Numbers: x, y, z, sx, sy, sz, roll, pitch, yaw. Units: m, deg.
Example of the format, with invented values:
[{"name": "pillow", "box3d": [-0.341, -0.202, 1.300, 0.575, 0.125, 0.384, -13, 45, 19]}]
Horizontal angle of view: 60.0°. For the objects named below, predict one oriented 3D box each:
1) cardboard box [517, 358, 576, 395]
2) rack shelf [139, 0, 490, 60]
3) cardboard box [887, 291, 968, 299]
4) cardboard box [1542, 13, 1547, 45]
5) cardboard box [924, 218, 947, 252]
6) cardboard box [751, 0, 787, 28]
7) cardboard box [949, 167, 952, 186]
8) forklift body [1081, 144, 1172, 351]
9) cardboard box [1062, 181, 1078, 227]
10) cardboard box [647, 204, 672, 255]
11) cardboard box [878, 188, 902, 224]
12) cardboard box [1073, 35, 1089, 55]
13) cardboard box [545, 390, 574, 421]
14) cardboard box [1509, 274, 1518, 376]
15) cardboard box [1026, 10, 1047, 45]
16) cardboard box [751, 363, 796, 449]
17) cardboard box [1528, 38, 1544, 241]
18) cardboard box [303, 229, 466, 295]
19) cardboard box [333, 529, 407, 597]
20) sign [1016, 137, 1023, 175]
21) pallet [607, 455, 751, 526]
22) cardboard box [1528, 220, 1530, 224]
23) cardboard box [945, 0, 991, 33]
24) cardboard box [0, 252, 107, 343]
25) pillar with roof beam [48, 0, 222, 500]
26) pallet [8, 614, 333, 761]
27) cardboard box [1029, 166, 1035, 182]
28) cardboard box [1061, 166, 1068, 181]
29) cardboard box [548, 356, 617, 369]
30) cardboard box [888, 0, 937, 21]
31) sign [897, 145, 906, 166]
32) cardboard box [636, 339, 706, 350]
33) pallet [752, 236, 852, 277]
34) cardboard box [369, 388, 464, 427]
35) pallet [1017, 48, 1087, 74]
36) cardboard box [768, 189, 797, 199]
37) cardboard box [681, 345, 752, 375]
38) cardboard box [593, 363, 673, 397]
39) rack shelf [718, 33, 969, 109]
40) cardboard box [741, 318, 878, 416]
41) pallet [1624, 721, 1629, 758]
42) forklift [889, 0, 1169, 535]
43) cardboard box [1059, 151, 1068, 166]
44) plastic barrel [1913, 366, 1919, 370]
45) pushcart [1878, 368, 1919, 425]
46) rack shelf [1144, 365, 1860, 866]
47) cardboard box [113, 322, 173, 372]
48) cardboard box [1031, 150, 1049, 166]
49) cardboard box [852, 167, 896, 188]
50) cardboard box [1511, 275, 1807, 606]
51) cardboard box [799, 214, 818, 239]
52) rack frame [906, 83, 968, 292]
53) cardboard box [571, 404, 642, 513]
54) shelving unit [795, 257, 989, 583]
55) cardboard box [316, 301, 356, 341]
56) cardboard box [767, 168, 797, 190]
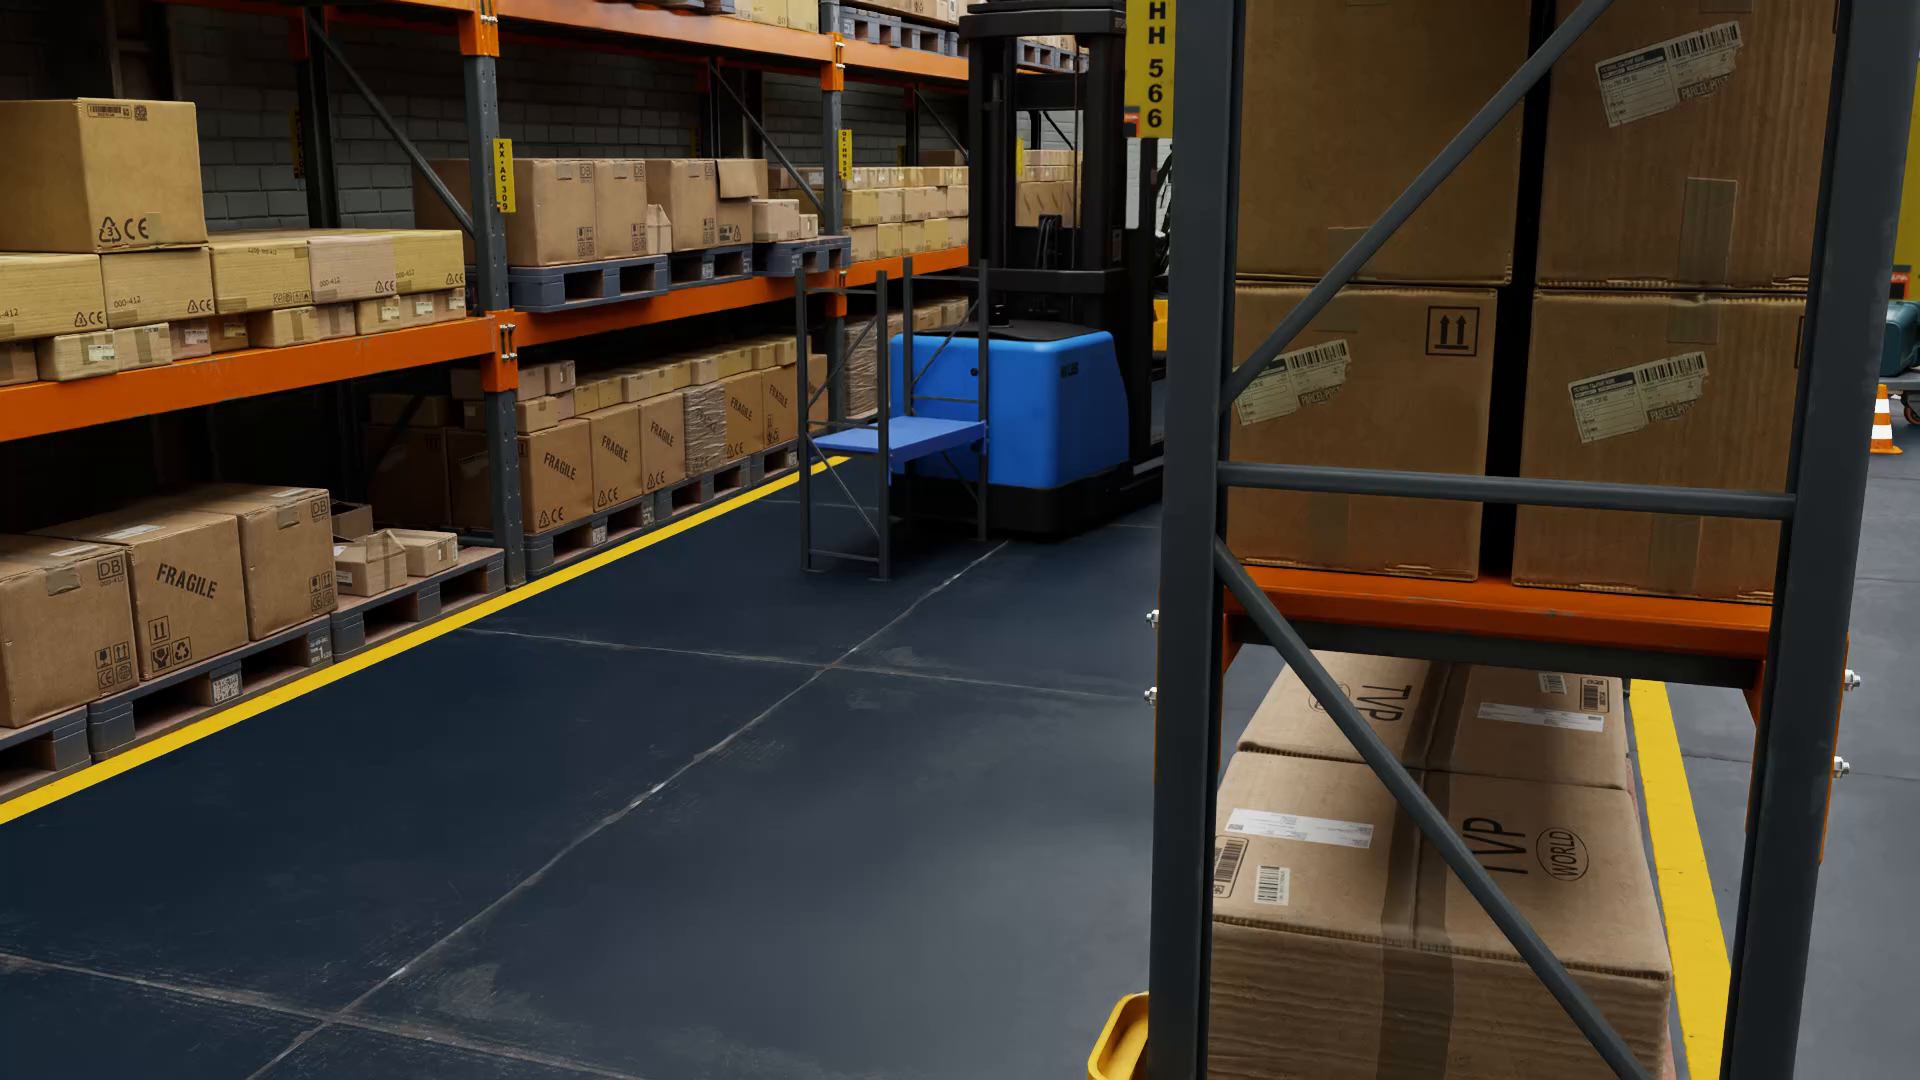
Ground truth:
[{"name": "cardboard box", "box3d": [-2.181, -0.831, 8.435, 0.380, 0.149, 0.250, 4, 13, 16]}, {"name": "rack shelf", "box3d": [-3.235, -1.960, 5.708, 1.077, 0.370, 4.000, 4, 14, 18]}, {"name": "cardboard box", "box3d": [-0.157, -1.890, 14.920, 0.875, 0.625, 0.625, 5, 14, 21]}, {"name": "cardboard box", "box3d": [2.034, -1.578, 5.230, 0.380, 0.149, 0.250, 4, 14, 18]}, {"name": "cardboard box", "box3d": [-0.422, -2.438, 13.264, 0.500, 0.250, 0.500, 5, 14, 20]}, {"name": "cardboard box", "box3d": [-1.392, -3.269, 10.166, 0.500, 0.250, 0.500, 4, 14, 19]}, {"name": "cardboard box", "box3d": [-0.285, -2.959, 13.530, 0.380, 0.149, 0.250, 4, 14, 19]}, {"name": "forklift body", "box3d": [2.408, -2.851, 16.647, 2.313, 2.155, 1.214, 4, 14, 18]}, {"name": "cardboard box", "box3d": [0.890, -3.399, 16.913, 0.500, 0.500, 0.500, 4, 14, 19]}, {"name": "cardboard box", "box3d": [-1.775, -1.673, 8.936, 0.396, 0.266, 0.258, 5, 14, 21]}, {"name": "cardboard box", "box3d": [-0.756, -2.463, 12.252, 0.500, 0.250, 0.500, 5, 14, 20]}, {"name": "cardboard box", "box3d": [0.956, -5.241, 17.076, 0.700, 0.500, 0.500, 4, 14, 19]}, {"name": "cardboard box", "box3d": [-2.203, -0.692, 8.493, 0.380, 0.149, 0.250, 4, 13, 17]}, {"name": "cardboard box", "box3d": [1.544, -0.776, 5.420, 0.500, 0.500, 0.500, 4, 14, 19]}, {"name": "cardboard box", "box3d": [0.501, -4.784, 15.496, 0.500, 0.311, 0.500, 5, 14, 20]}, {"name": "cardboard box", "box3d": [-1.399, -0.888, 10.812, 0.500, 0.500, 0.500, 4, 13, 18]}, {"name": "cardboard box", "box3d": [1.561, -0.905, 3.742, 0.500, 0.500, 0.500, 4, 14, 18]}, {"name": "cardboard box", "box3d": [-2.522, -1.216, 7.244, 0.500, 0.250, 0.500, 5, 14, 20]}, {"name": "cardboard box", "box3d": [-2.605, 0.073, 7.129, 0.396, 0.266, 0.258, 5, 14, 20]}, {"name": "sign", "box3d": [0.517, -3.442, 14.905, 0.100, 0.325, 0.005, 4, 14, 18]}, {"name": "pallet", "box3d": [-1.967, -0.341, 10.009, 1.003, 0.211, 1.213, 4, 14, 18]}, {"name": "cardboard box", "box3d": [2.202, -0.845, 5.725, 0.500, 0.500, 0.500, 4, 14, 19]}, {"name": "cardboard box", "box3d": [-0.003, -4.456, 14.061, 0.500, 0.311, 0.500, 4, 13, 17]}, {"name": "cardboard box", "box3d": [-3.156, -0.788, 5.368, 0.500, 0.250, 0.500, 4, 13, 17]}, {"name": "pillar with roof beam", "box3d": [0.408, -3.802, 5.424, 9.100, 9.000, 0.400, 4, 14, 18]}, {"name": "pallet", "box3d": [-3.204, 0.493, 6.355, 1.003, 0.211, 1.213, 4, 14, 18]}, {"name": "cardboard box", "box3d": [0.493, -3.478, 15.803, 0.380, 0.149, 0.250, 4, 14, 18]}, {"name": "cardboard box", "box3d": [0.872, -3.691, 16.735, 0.380, 0.149, 0.250, 4, 13, 17]}, {"name": "cardboard box", "box3d": [-2.252, -0.996, 9.828, 0.380, 0.149, 0.250, 4, 13, 16]}, {"name": "cardboard box", "box3d": [-0.499, -4.225, 12.625, 0.500, 0.500, 0.500, 5, 14, 20]}, {"name": "sign", "box3d": [-0.525, -3.454, 15.256, 0.100, 0.325, 0.005, 4, 14, 18]}, {"name": "cardboard box", "box3d": [-1.873, -1.214, 10.782, 0.380, 0.149, 0.250, 5, 14, 19]}, {"name": "pallet", "box3d": [-1.446, -1.870, 10.871, 1.213, 0.211, 1.003, 4, 14, 18]}, {"name": "cardboard box", "box3d": [-2.741, -0.670, 8.397, 0.380, 0.149, 0.250, 4, 13, 16]}, {"name": "pallet", "box3d": [0.649, -4.810, 16.780, 1.003, 0.211, 1.213, 4, 14, 18]}, {"name": "cardboard box", "box3d": [-1.411, -2.396, 11.960, 0.500, 0.250, 0.500, 5, 14, 20]}, {"name": "cardboard box", "box3d": [-1.528, -1.127, 10.401, 0.380, 0.149, 0.250, 5, 14, 20]}, {"name": "cardboard box", "box3d": [-1.857, -0.907, 9.438, 0.380, 0.149, 0.250, 5, 14, 20]}, {"name": "rack shelf", "box3d": [-0.646, -3.644, 13.088, 1.077, 0.370, 4.000, 4, 14, 18]}, {"name": "cardboard box", "box3d": [-1.079, -1.289, 12.286, 0.875, 0.625, 0.625, 5, 14, 20]}, {"name": "pallet", "box3d": [1.790, 0.601, 5.878, 1.003, 0.211, 1.213, 4, 14, 18]}, {"name": "forklift", "box3d": [0.748, -1.738, 10.017, 1.130, 2.935, 3.031, 7, 15, 28]}, {"name": "cardboard box", "box3d": [0.888, -3.892, 16.947, 0.380, 0.149, 0.250, 5, 14, 19]}, {"name": "plastic barrel", "box3d": [8.331, -1.355, 13.974, 0.421, 0.421, 0.512, -8, 15, -30]}, {"name": "pushcart", "box3d": [6.872, -1.165, 13.243, 1.648, 0.377, 0.936, 0, 13, -1]}, {"name": "rack shelf", "box3d": [1.463, -0.141, 4.480, 1.077, 0.370, 4.000, 4, 14, 18]}, {"name": "cardboard box", "box3d": [-2.986, -0.678, 5.784, 0.380, 0.149, 0.250, 5, 14, 20]}, {"name": "cardboard box", "box3d": [0.638, -3.672, 15.984, 0.380, 0.149, 0.250, 5, 14, 20]}, {"name": "cardboard box", "box3d": [-0.695, -2.690, 12.352, 0.380, 0.149, 0.250, 5, 14, 19]}, {"name": "cardboard box", "box3d": [1.243, -0.199, 2.896, 0.500, 0.500, 0.500, 4, 14, 18]}, {"name": "cardboard box", "box3d": [-1.143, -2.028, 10.751, 0.380, 0.149, 0.250, 5, 14, 19]}, {"name": "rack frame", "box3d": [0.001, -2.953, 15.187, 1.000, 3.000, 0.127, 4, 14, 18]}, {"name": "cardboard box", "box3d": [-2.055, -0.454, 8.908, 0.500, 0.500, 0.500, 4, 14, 18]}, {"name": "shelving unit", "box3d": [-0.321, -0.650, 8.465, 0.538, 1.500, 1.048, 7, 15, 28]}, {"name": "cardboard box", "box3d": [-2.687, -0.895, 6.733, 0.380, 0.149, 0.250, 5, 14, 20]}, {"name": "cardboard box", "box3d": [-1.380, -2.559, 11.778, 0.380, 0.149, 0.250, 5, 14, 20]}]
